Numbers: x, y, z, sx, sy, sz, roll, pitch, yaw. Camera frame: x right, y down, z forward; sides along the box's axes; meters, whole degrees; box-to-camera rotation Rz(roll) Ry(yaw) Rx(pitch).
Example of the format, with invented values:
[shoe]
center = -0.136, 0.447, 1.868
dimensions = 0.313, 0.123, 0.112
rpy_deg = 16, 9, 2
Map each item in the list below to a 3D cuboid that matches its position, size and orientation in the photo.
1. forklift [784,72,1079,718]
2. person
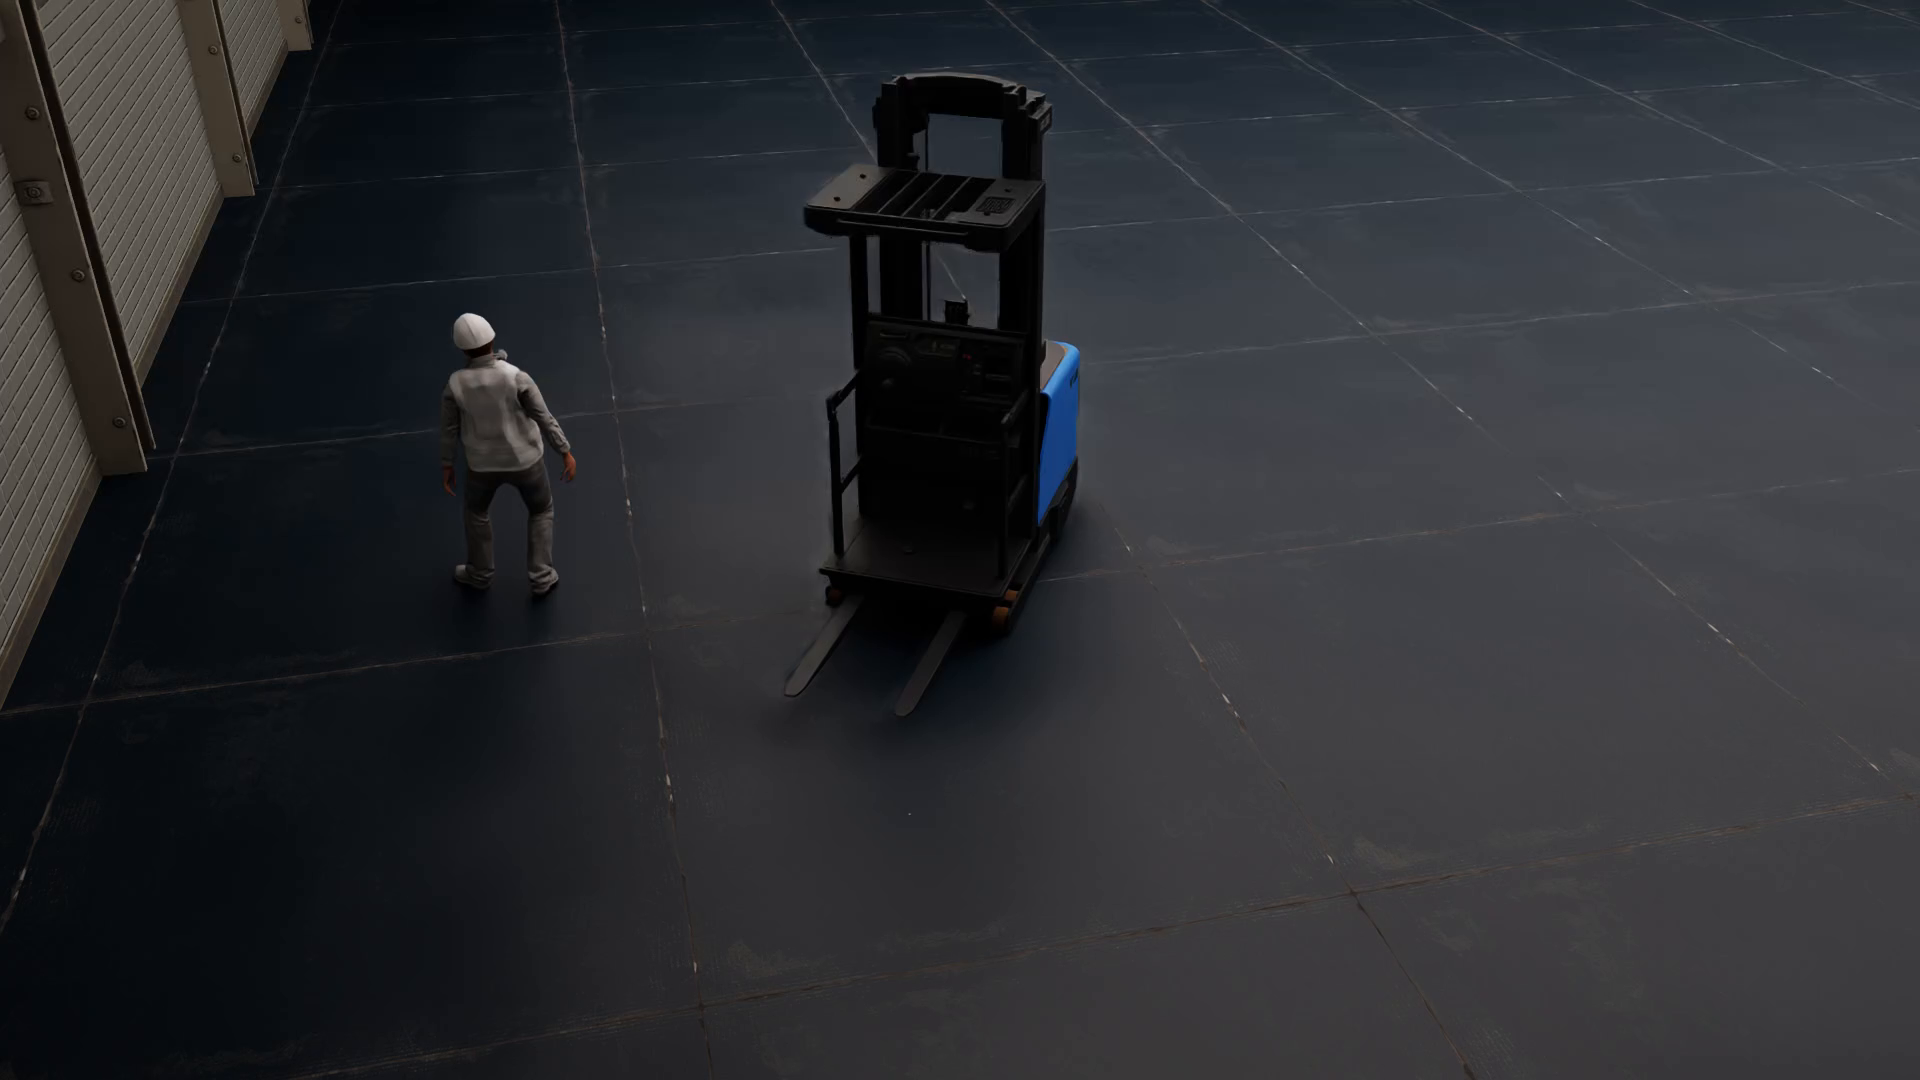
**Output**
[forklift]
center = -0.155, -0.945, 9.207
dimensions = 1.130, 2.935, 3.031
rpy_deg = 9, 31, 15
[person]
center = -2.647, -0.480, 9.606
dimensions = 0.851, 1.726, 0.427
rpy_deg = -1, 30, -1
